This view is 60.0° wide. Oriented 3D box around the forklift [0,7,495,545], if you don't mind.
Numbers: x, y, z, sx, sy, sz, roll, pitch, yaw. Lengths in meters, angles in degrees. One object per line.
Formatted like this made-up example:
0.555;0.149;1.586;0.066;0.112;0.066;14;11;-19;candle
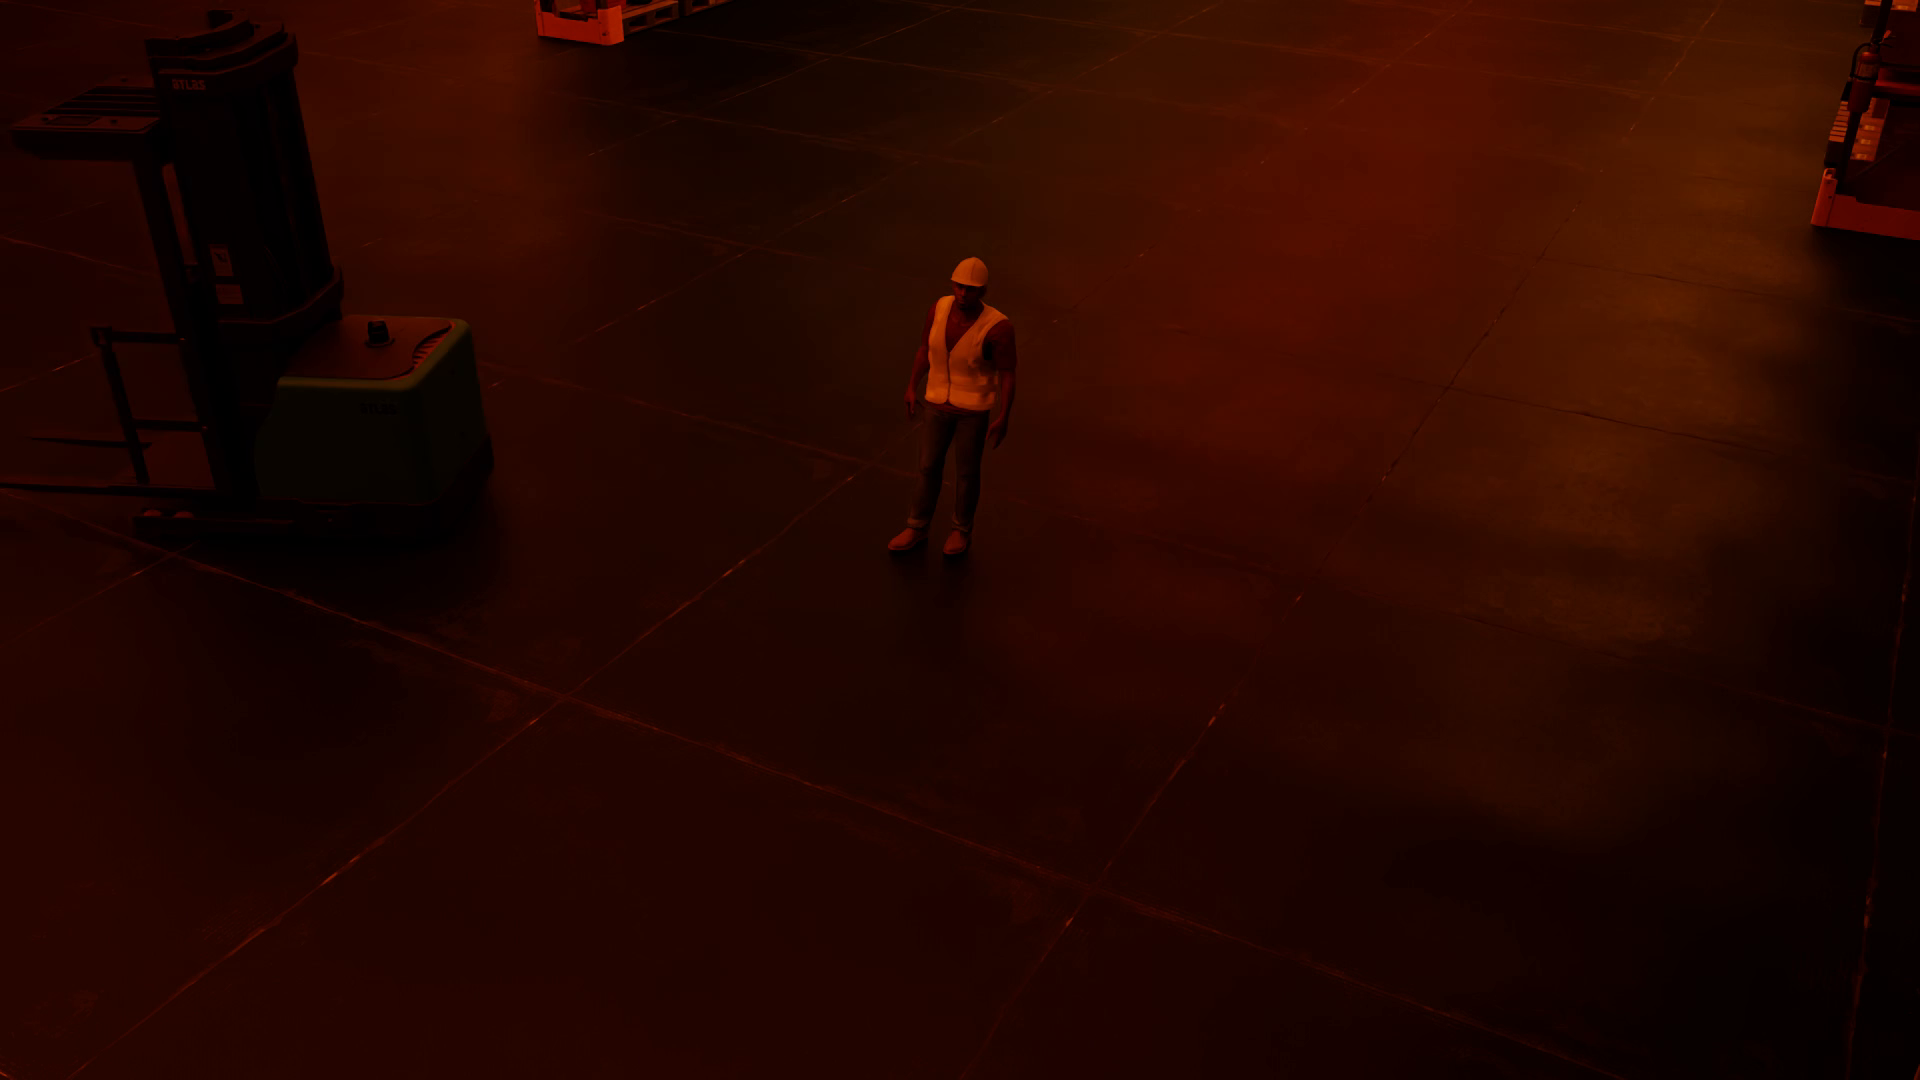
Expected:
-4.536;-1.534;9.729;3.031;2.935;1.130;3;30;5;forklift

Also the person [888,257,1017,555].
-0.039;-0.743;9.508;0.665;1.765;0.577;15;33;25;person
